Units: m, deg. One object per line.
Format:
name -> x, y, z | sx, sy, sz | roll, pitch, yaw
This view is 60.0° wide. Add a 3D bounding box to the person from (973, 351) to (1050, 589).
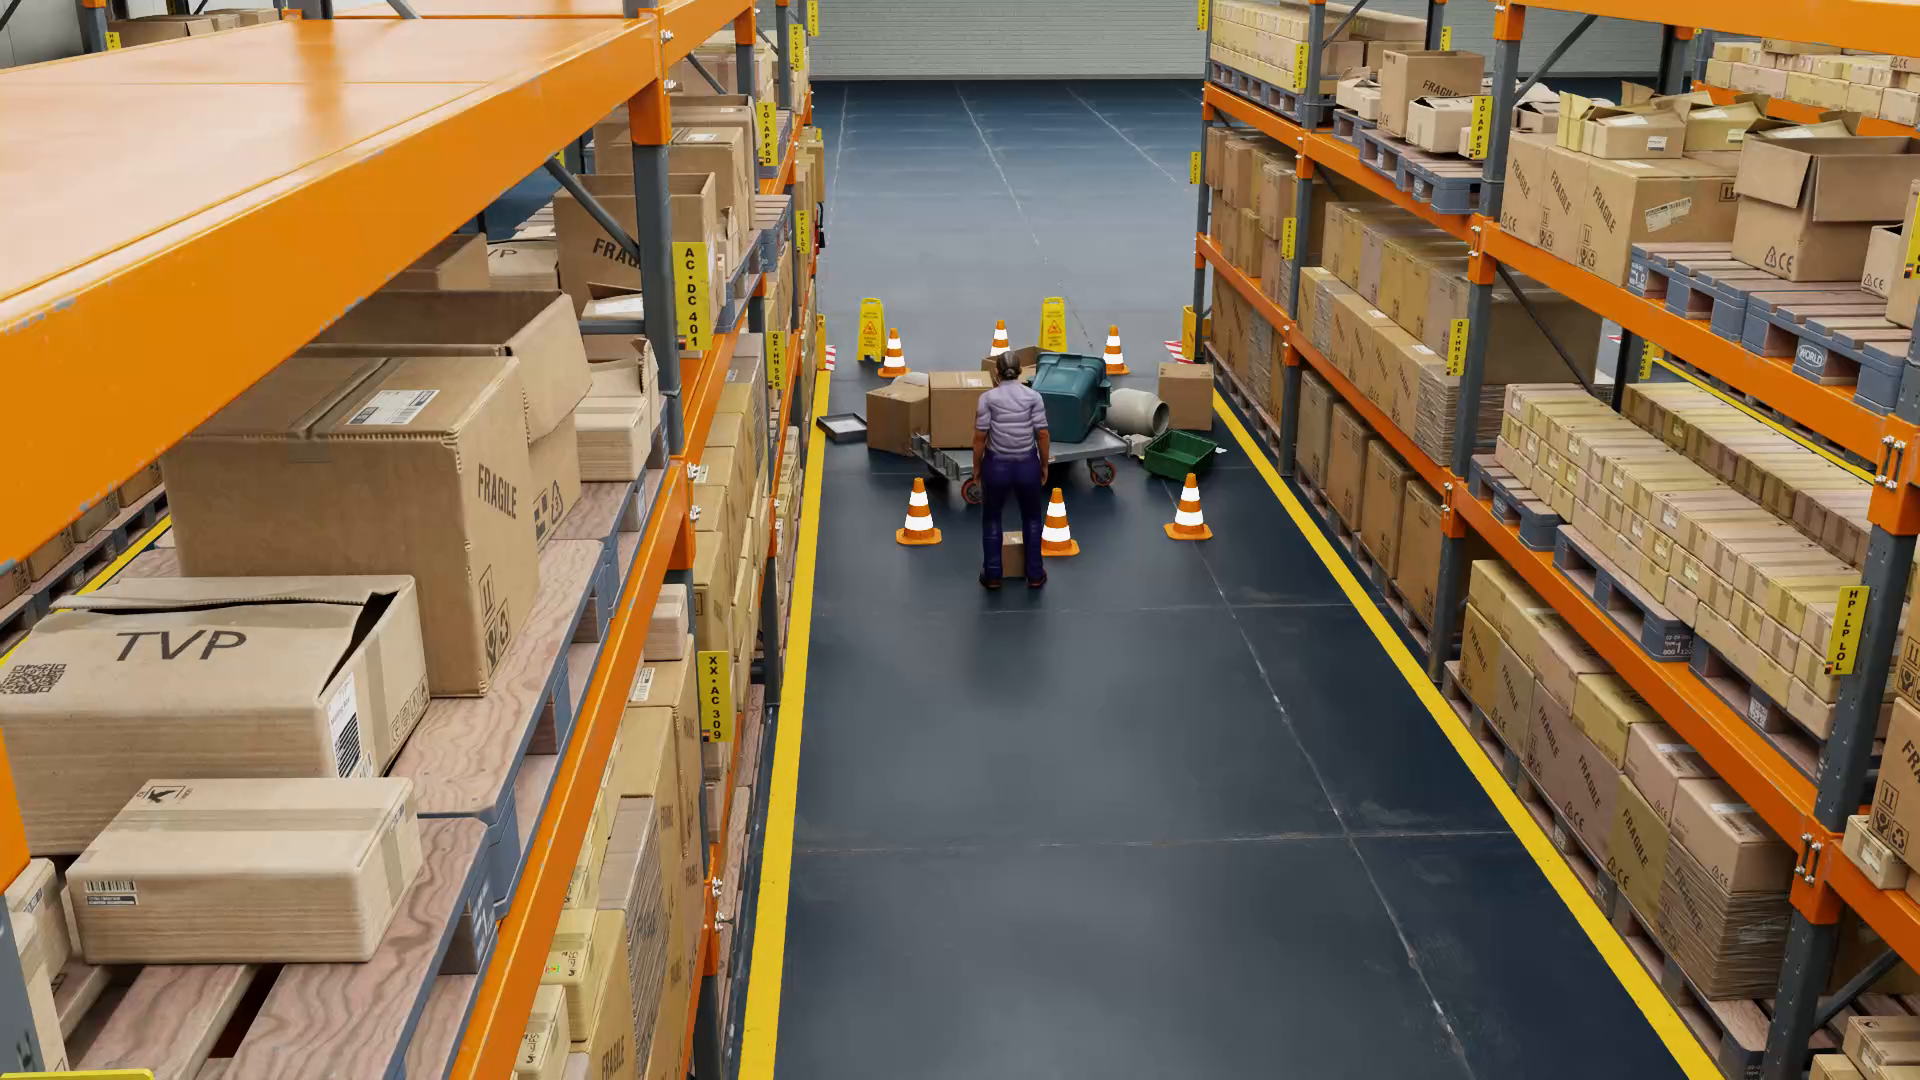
person -> 0.352, -0.468, 11.340 | 0.537, 1.651, 0.374 | -1, 21, -3
